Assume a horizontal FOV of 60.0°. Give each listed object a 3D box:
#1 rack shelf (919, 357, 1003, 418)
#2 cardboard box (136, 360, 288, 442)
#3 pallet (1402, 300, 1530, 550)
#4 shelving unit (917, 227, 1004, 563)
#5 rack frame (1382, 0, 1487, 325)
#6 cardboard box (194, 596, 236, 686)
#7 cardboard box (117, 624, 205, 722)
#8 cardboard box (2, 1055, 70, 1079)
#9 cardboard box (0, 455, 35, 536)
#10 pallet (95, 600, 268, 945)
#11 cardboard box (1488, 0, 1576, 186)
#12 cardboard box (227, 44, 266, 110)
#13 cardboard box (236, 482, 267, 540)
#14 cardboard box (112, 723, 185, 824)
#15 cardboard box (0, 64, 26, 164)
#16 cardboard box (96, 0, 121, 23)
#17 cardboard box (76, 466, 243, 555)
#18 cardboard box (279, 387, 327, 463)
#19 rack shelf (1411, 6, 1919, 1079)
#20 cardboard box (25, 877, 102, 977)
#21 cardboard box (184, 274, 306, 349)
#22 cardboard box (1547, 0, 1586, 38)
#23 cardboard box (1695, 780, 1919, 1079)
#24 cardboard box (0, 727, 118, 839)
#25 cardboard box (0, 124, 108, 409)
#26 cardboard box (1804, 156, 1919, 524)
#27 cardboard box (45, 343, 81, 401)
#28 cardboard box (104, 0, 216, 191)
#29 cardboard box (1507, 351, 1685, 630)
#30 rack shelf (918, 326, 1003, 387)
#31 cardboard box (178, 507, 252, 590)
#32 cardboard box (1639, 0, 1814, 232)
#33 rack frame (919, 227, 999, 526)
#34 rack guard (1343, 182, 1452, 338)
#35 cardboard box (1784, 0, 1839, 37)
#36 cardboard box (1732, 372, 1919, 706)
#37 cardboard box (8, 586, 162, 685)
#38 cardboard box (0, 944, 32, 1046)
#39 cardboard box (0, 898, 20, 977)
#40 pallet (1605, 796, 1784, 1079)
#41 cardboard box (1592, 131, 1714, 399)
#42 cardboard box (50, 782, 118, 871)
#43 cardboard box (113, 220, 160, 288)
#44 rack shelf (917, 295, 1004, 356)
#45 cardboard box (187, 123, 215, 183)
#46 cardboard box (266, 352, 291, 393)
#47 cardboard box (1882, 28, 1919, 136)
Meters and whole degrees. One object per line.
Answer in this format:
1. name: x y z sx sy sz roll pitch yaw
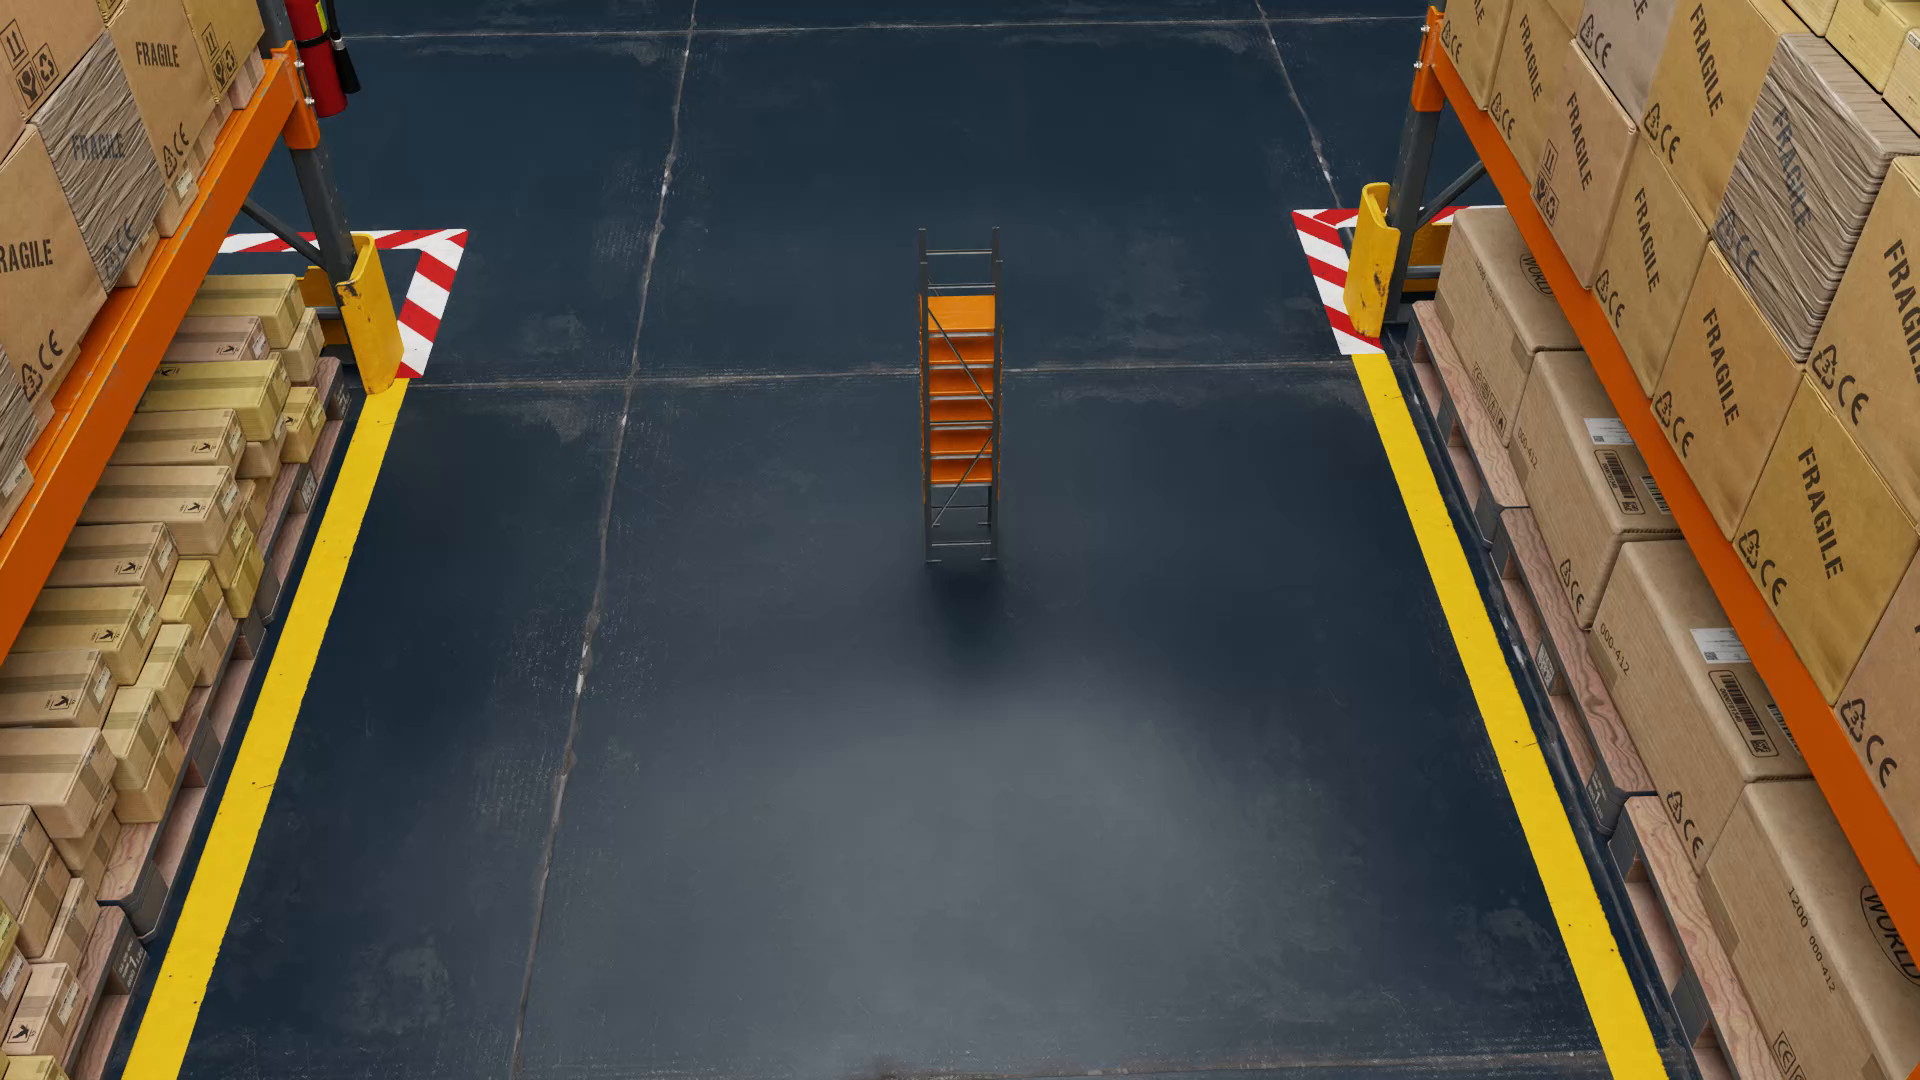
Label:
1. rack shelf: 0.001 -0.488 5.283 0.258 0.103 0.180 -2 43 -2
2. cardboard box: -2.411 -0.446 5.375 0.380 0.149 0.250 -3 43 -3
3. pallet: 2.275 -0.460 6.095 1.003 0.211 1.213 -2 43 -2
4. shelving unit: 0.001 -0.433 5.334 0.258 1.200 0.189 -2 43 -2
5. rack frame: 2.163 -2.025 5.740 1.000 3.000 0.127 -2 43 -2
6. cardboard box: -2.421 0.304 4.998 0.380 0.149 0.250 -1 43 -1
7. cardboard box: -2.380 0.378 4.696 0.380 0.149 0.250 -1 43 -1
8. cardboard box: -2.314 1.347 3.860 0.380 0.149 0.250 0 43 -1
9. cardboard box: -2.398 -0.110 3.836 0.380 0.149 0.250 0 43 0
10. pallet: -2.727 0.635 4.901 1.003 0.211 1.213 -2 43 -2
11. cardboard box: 1.946 -1.389 4.972 0.500 0.500 0.500 -2 43 -2
12. cardboard box: -2.482 -1.510 5.364 0.380 0.149 0.250 -2 43 -2
13. cardboard box: -2.486 -0.052 5.385 0.380 0.149 0.250 -1 43 -1
14. cardboard box: -2.398 0.652 4.618 0.380 0.149 0.250 -3 43 -3
15. cardboard box: -2.432 -0.978 3.563 0.500 0.500 0.500 -3 43 -3
16. cardboard box: -2.489 -1.686 4.336 0.500 0.500 0.500 -3 43 -3
17. cardboard box: -2.396 -0.089 4.986 0.380 0.149 0.250 0 43 0
18. cardboard box: -2.435 -0.399 5.764 0.380 0.149 0.250 0 43 0
19. rack shelf: 2.248 -0.410 4.510 1.077 0.370 4.000 -2 43 -2
20. cardboard box: -2.437 1.011 4.227 0.380 0.149 0.250 -2 43 -3
21. cardboard box: -2.502 -0.788 5.749 0.380 0.149 0.250 -1 43 -1
22. cardboard box: 1.928 -1.750 4.625 0.500 0.500 0.500 -3 43 -3
23. cardboard box: 2.414 1.038 3.983 0.875 0.438 0.875 -2 43 -2
24. cardboard box: -2.391 0.617 4.216 0.380 0.149 0.250 -1 43 -1
25. cardboard box: -2.443 -0.639 3.933 0.500 0.500 0.500 0 43 0
26. cardboard box: 2.024 -0.384 3.135 0.500 0.500 0.500 -2 43 -2
27. cardboard box: -2.487 -0.460 4.217 0.380 0.149 0.250 -1 43 -1
28. cardboard box: -2.485 -1.318 4.674 0.500 0.500 0.500 -2 43 -2
29. cardboard box: 2.339 -0.175 5.307 0.875 0.438 0.875 -1 43 -1
30. rack shelf: 0.001 -0.577 5.202 0.258 0.103 0.180 -2 43 -2
31. cardboard box: -2.412 0.020 5.088 0.380 0.149 0.250 -1 43 -1
32. cardboard box: 1.980 -1.066 3.879 0.500 0.500 0.500 -1 43 -2
33. rack frame: -0.003 -0.494 5.401 0.240 1.200 0.006 -2 43 -2
34. rack guard: 2.162 -1.120 6.602 1.175 0.500 0.348 -2 43 -2
35. cardboard box: 1.986 -1.199 3.544 0.380 0.149 0.250 -2 43 -2
36. cardboard box: 2.031 -0.015 3.472 0.500 0.500 0.500 -3 43 -3
37. cardboard box: -2.457 0.268 4.597 0.380 0.149 0.250 -1 43 -2
38. cardboard box: -2.451 1.086 3.924 0.380 0.149 0.250 -2 43 -2
39. cardboard box: -2.428 0.967 3.834 0.380 0.149 0.250 -2 43 -2
40. pallet: 2.379 1.187 4.298 1.003 0.211 1.213 -2 43 -2
41. cardboard box: 1.988 -0.708 4.228 0.500 0.500 0.500 0 43 0
42. cardboard box: -2.447 0.718 4.326 0.380 0.149 0.250 0 43 0
43. cardboard box: -2.467 -0.822 4.613 0.380 0.149 0.250 -3 43 -4
44. rack shelf: 0.001 -0.665 5.121 0.258 0.103 0.180 -2 43 -2
45. cardboard box: -2.483 -1.173 4.995 0.380 0.149 0.250 -2 43 -2
46. cardboard box: -2.513 -0.502 5.657 0.380 0.149 0.250 -3 43 -3
47. cardboard box: 2.023 -0.856 3.170 0.380 0.149 0.250 -2 43 -2
